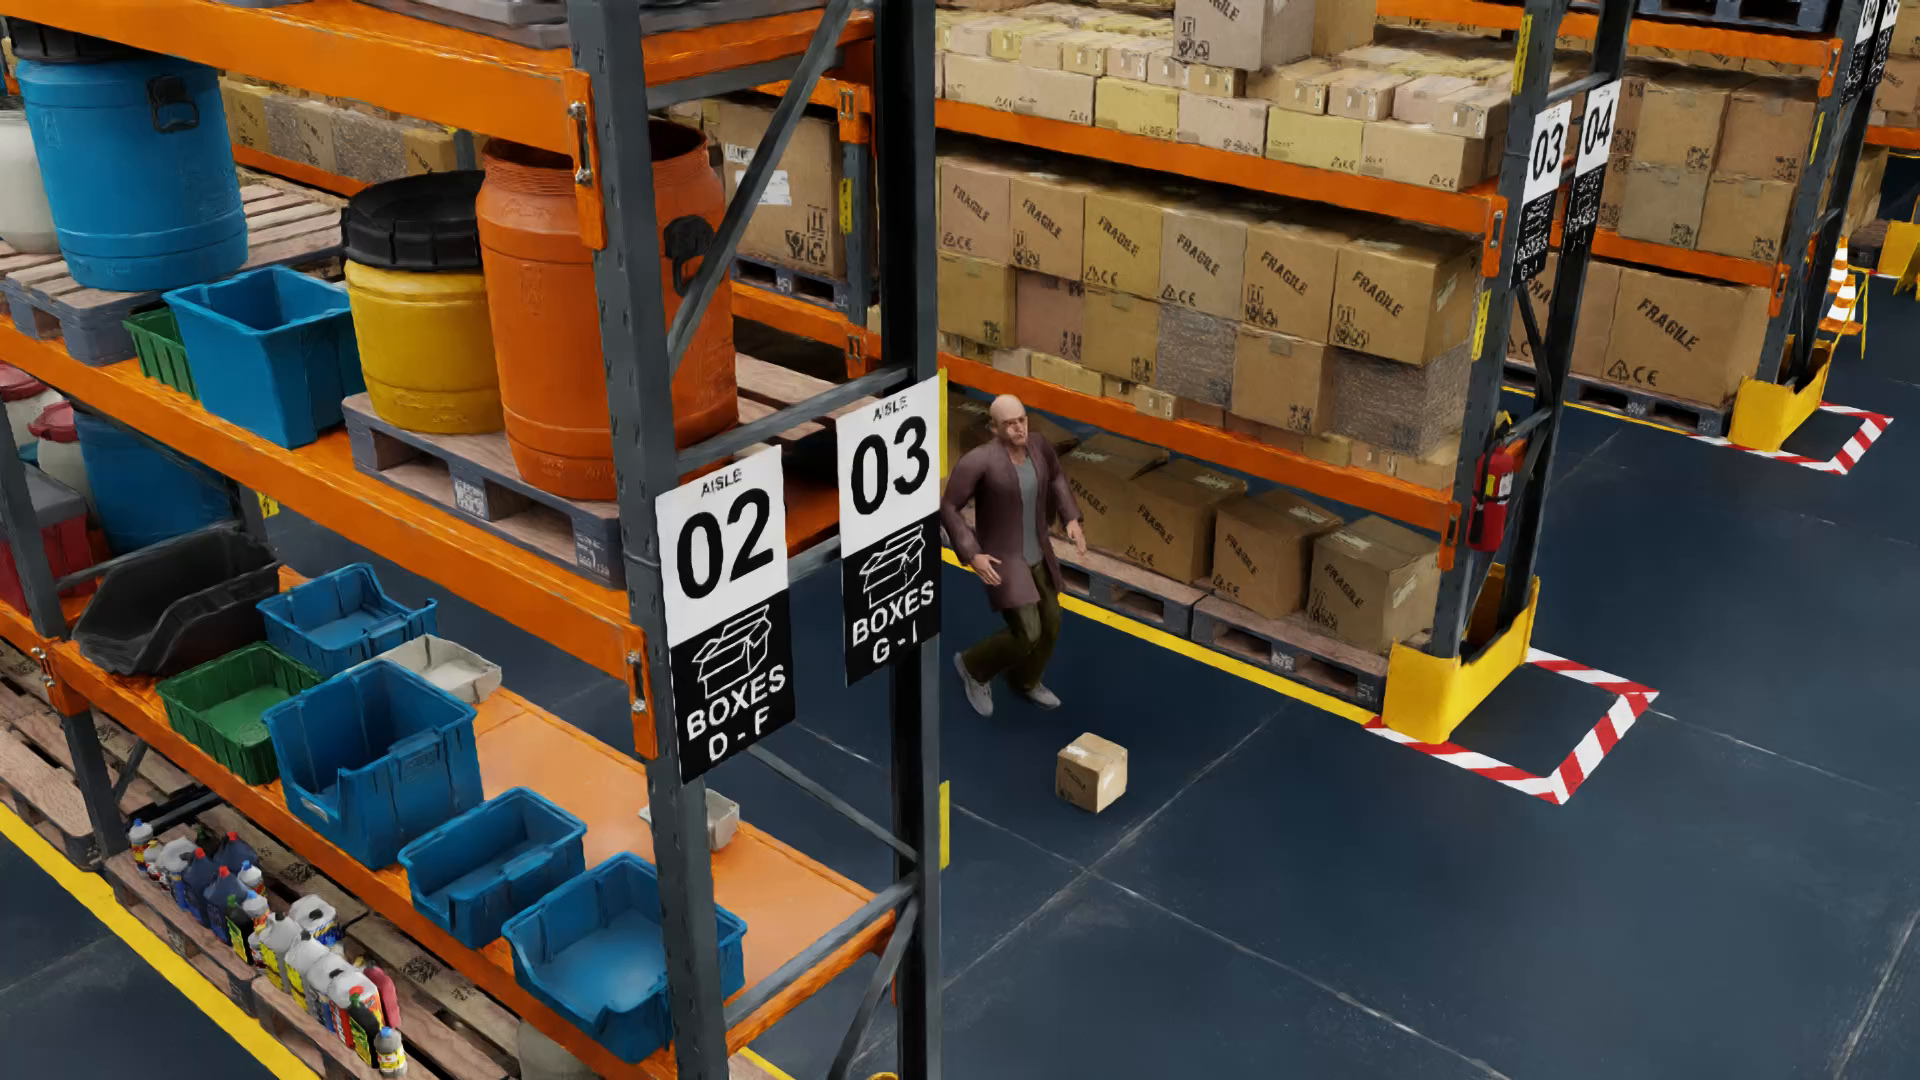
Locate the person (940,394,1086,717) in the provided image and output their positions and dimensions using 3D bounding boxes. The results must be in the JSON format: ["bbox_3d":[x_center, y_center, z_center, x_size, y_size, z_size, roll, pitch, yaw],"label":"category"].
[{"bbox_3d":[0.310,0.092,8.492,0.785,1.750,0.517,-24,36,-39],"label":"person"}]
